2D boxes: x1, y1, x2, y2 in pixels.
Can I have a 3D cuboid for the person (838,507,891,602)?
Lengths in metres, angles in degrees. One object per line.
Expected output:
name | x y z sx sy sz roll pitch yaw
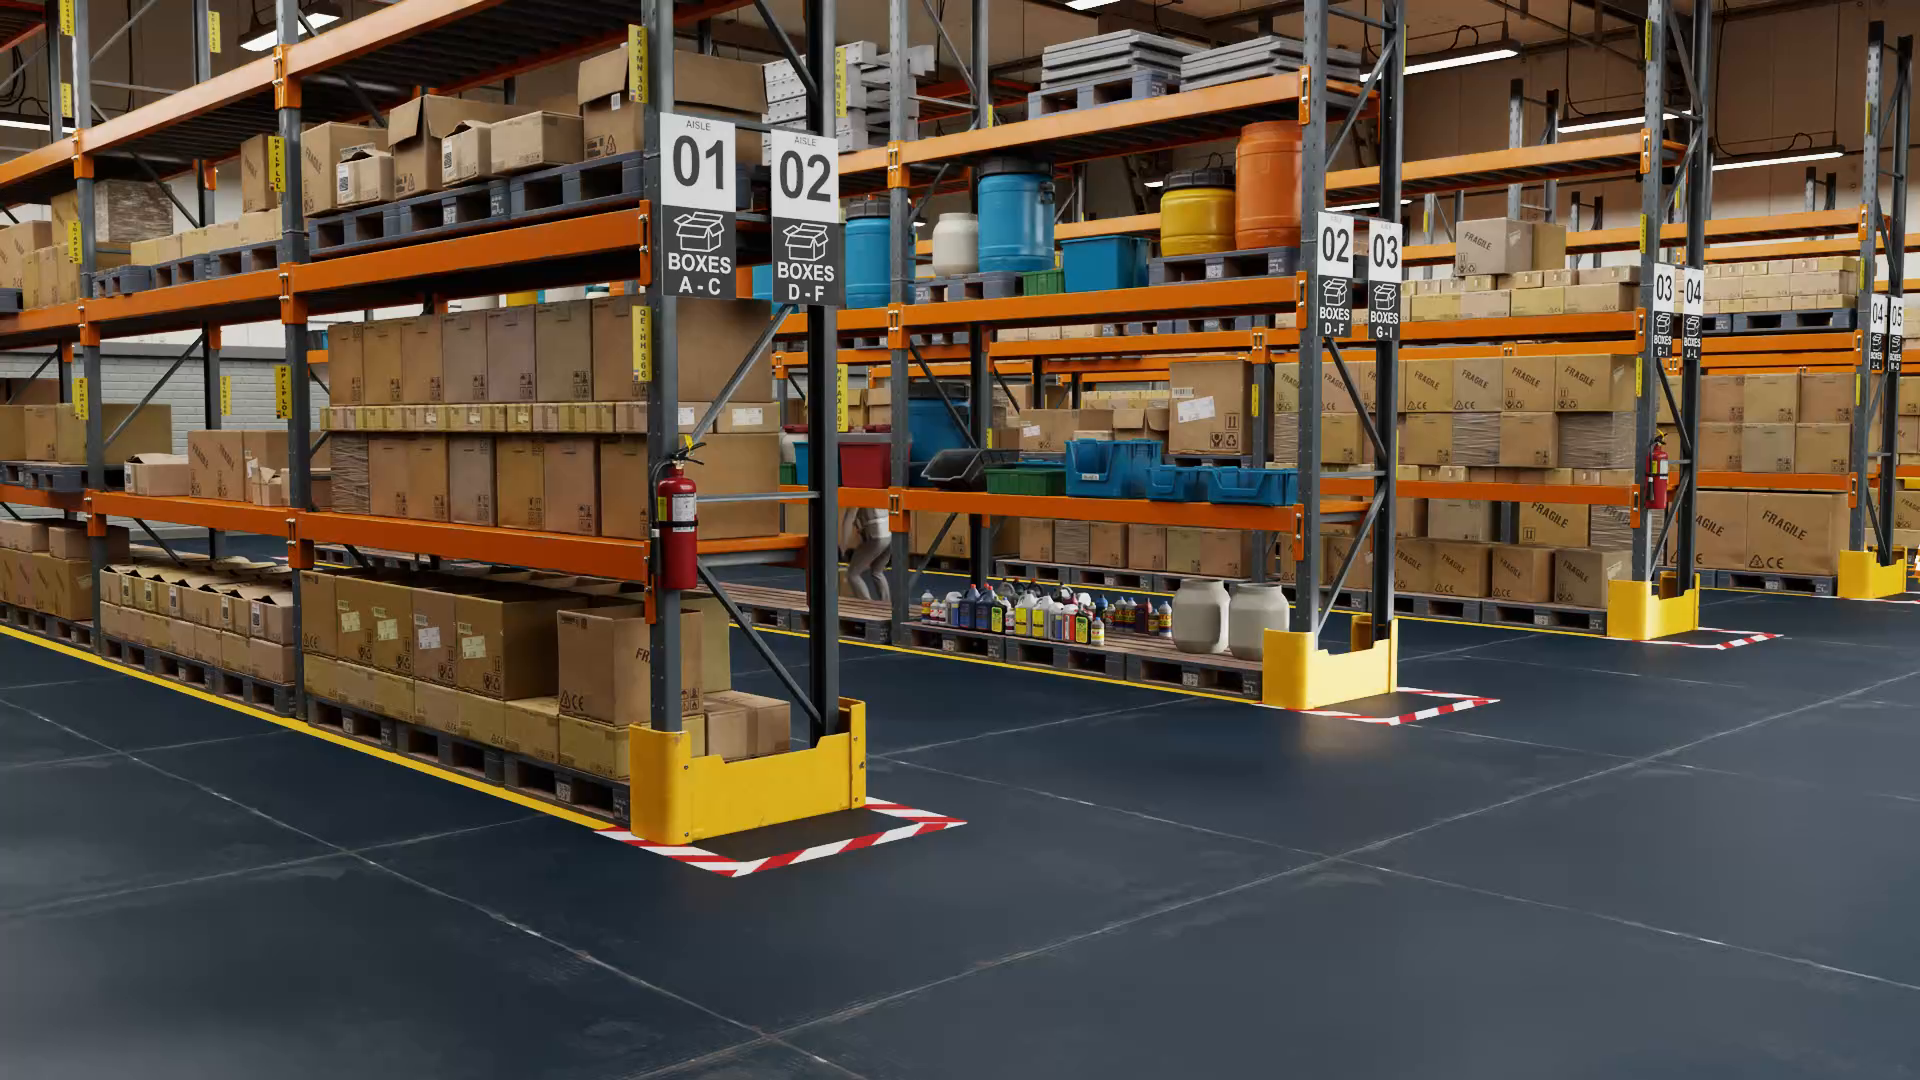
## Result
person | -0.868 0.024 15.596 0.532 1.479 0.633 -4 6 -43
